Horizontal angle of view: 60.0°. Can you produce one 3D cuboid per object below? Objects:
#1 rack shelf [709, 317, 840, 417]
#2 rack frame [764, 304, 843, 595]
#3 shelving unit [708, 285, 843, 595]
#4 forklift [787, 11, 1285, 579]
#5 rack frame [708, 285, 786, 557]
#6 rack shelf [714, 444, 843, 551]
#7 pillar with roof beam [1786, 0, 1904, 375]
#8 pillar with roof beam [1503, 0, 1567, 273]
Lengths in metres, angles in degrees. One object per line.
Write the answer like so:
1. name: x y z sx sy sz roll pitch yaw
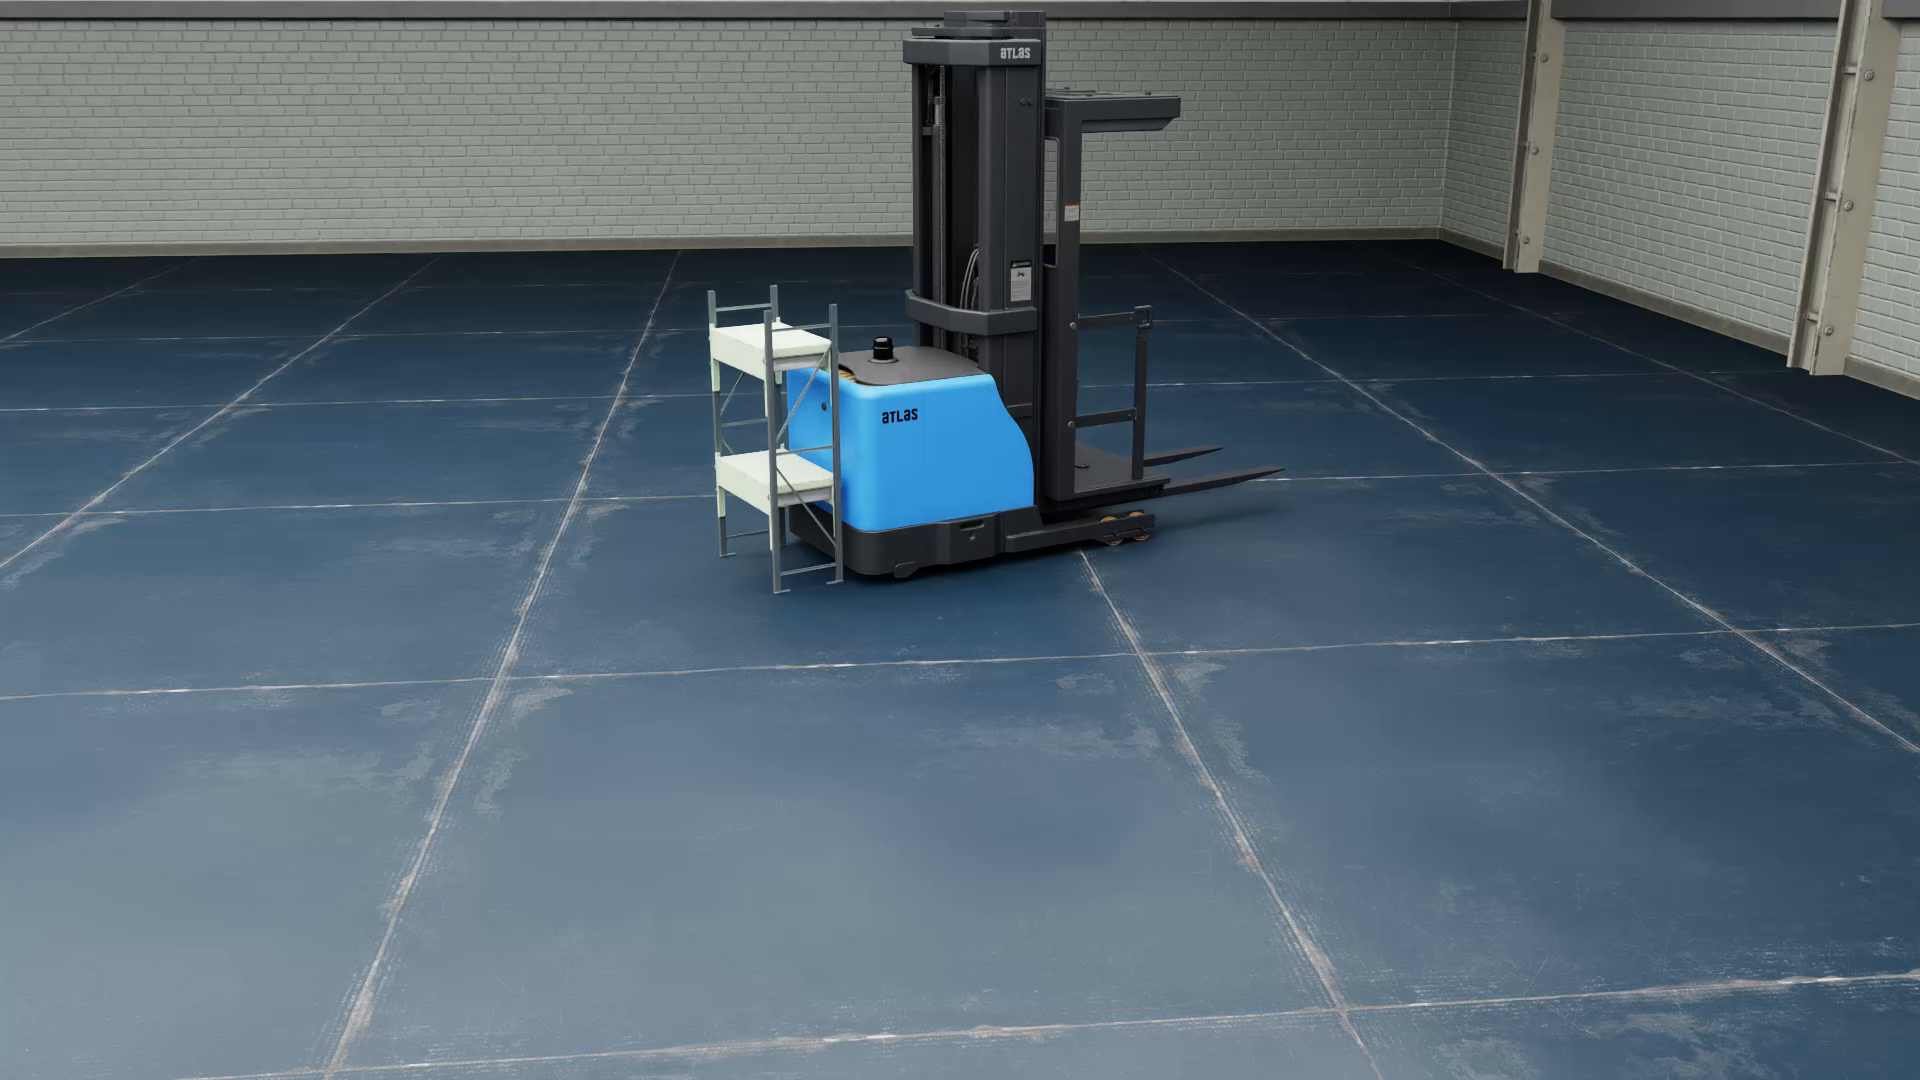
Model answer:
1. rack shelf: -0.992 -0.928 8.826 0.431 0.370 0.720 -10 20 -29
2. rack frame: -0.806 -0.461 8.642 0.400 1.500 0.023 -10 20 -29
3. shelving unit: -0.992 -0.556 8.943 0.431 1.500 0.755 -10 20 -29
4. forklift: 0.547 -1.493 9.538 3.031 2.935 1.130 -10 20 -28
5. rack frame: -1.178 -0.650 9.244 0.400 1.500 0.023 -10 20 -29
6. rack shelf: -0.992 -0.245 9.041 0.431 0.370 0.720 -10 20 -29
7. pillar with roof beam: 3.101 -5.625 12.570 9.100 9.000 0.400 -2 18 -6
8. pillar with roof beam: 2.483 -7.412 18.264 9.100 9.000 0.400 -2 18 -6
